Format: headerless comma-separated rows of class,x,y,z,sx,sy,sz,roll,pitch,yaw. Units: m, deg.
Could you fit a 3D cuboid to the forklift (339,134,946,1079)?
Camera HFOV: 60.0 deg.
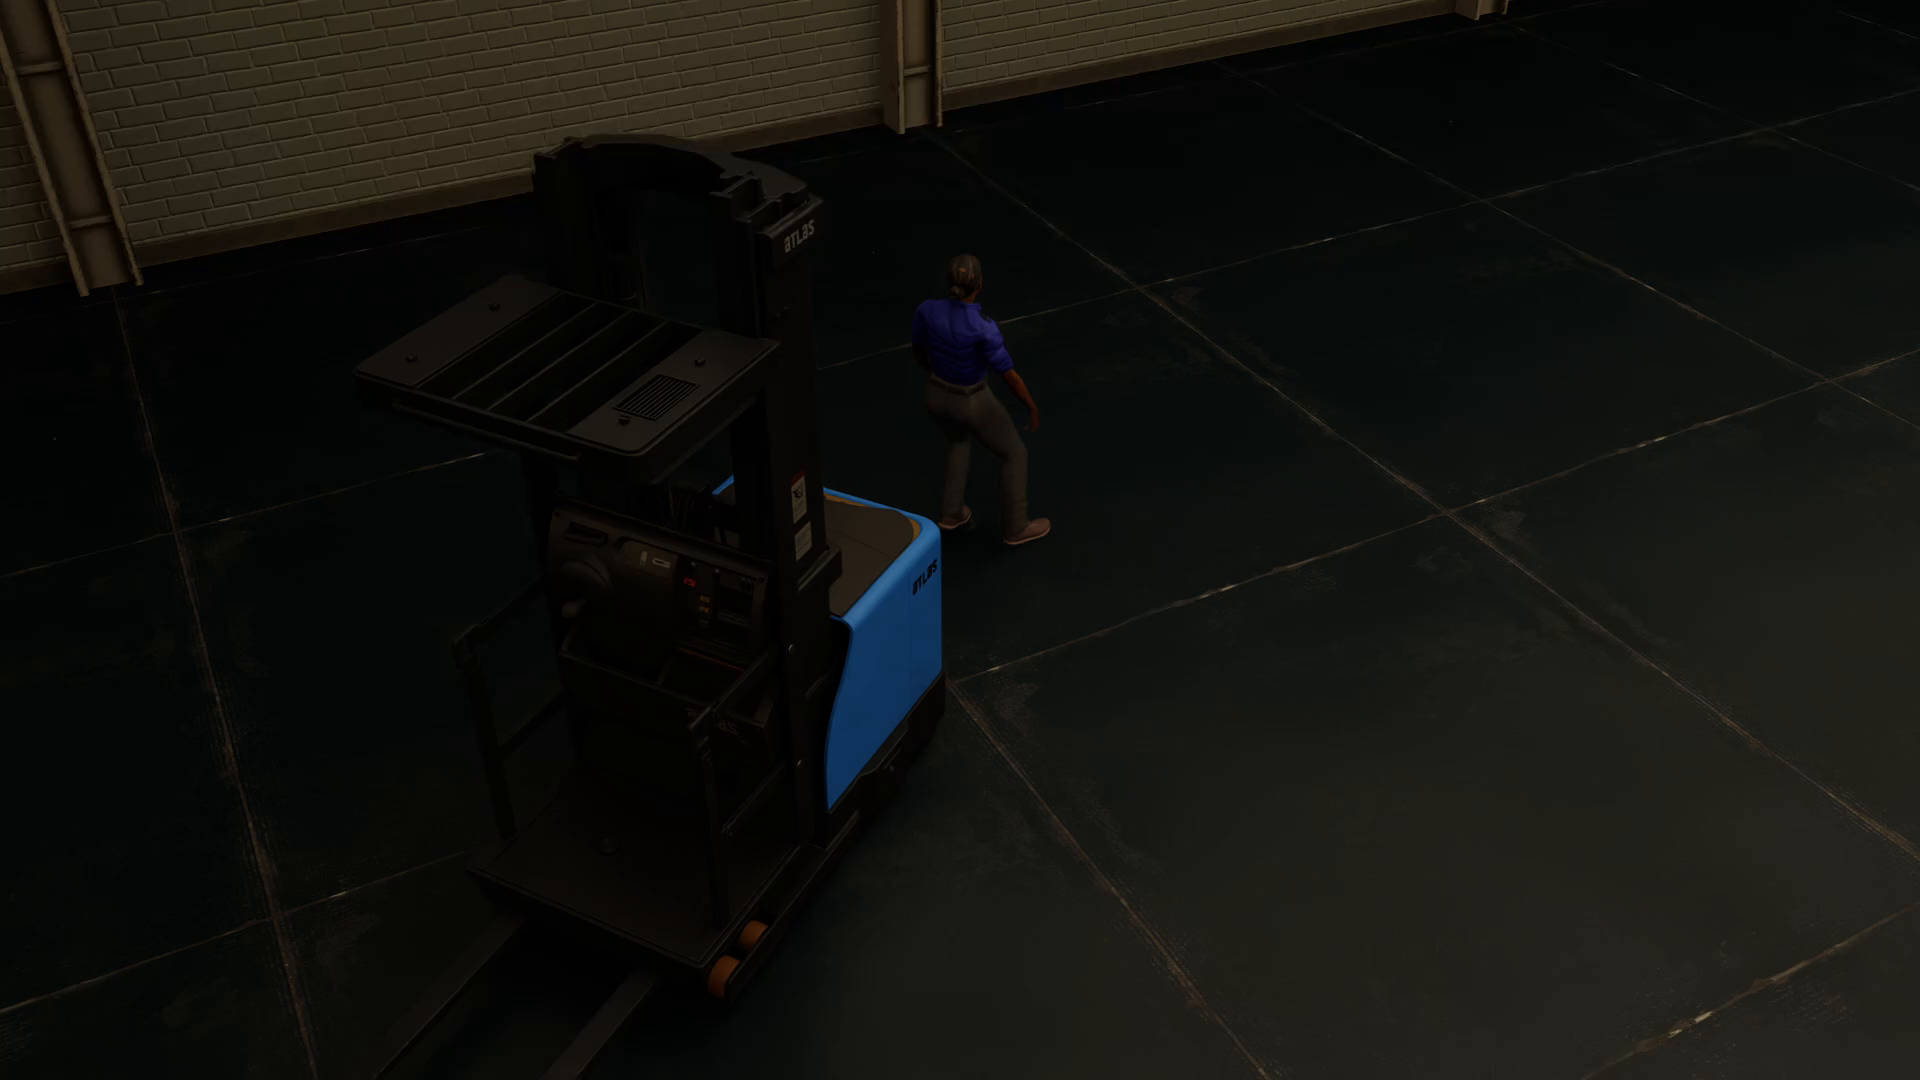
forklift,-1.184,0.230,5.797,1.130,2.935,3.031,16,38,22

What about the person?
person,0.095,-0.712,8.284,0.671,1.601,0.449,21,40,27
